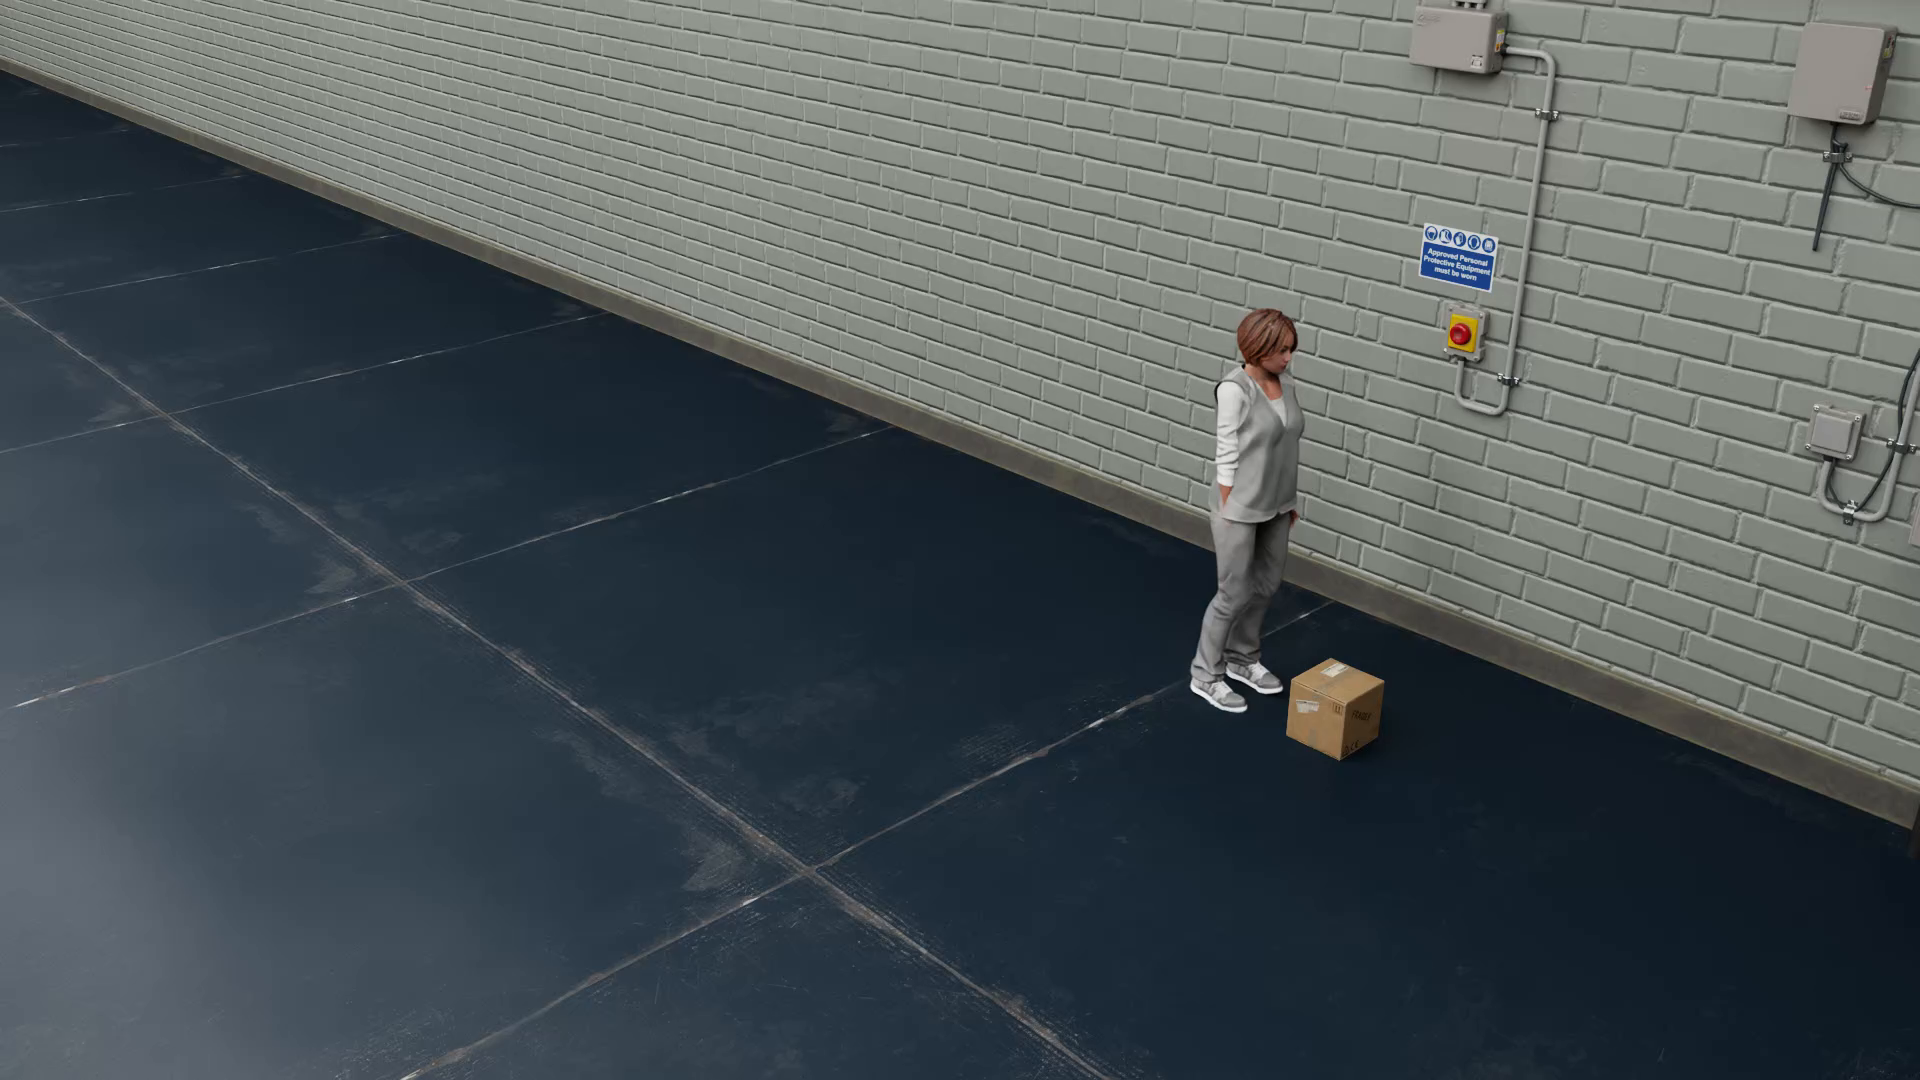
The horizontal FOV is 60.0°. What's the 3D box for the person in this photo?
[{"bbox_3d":[1.127,-0.115,6.385,0.407,1.595,0.303,-20,32,-37],"label":"person"}]
